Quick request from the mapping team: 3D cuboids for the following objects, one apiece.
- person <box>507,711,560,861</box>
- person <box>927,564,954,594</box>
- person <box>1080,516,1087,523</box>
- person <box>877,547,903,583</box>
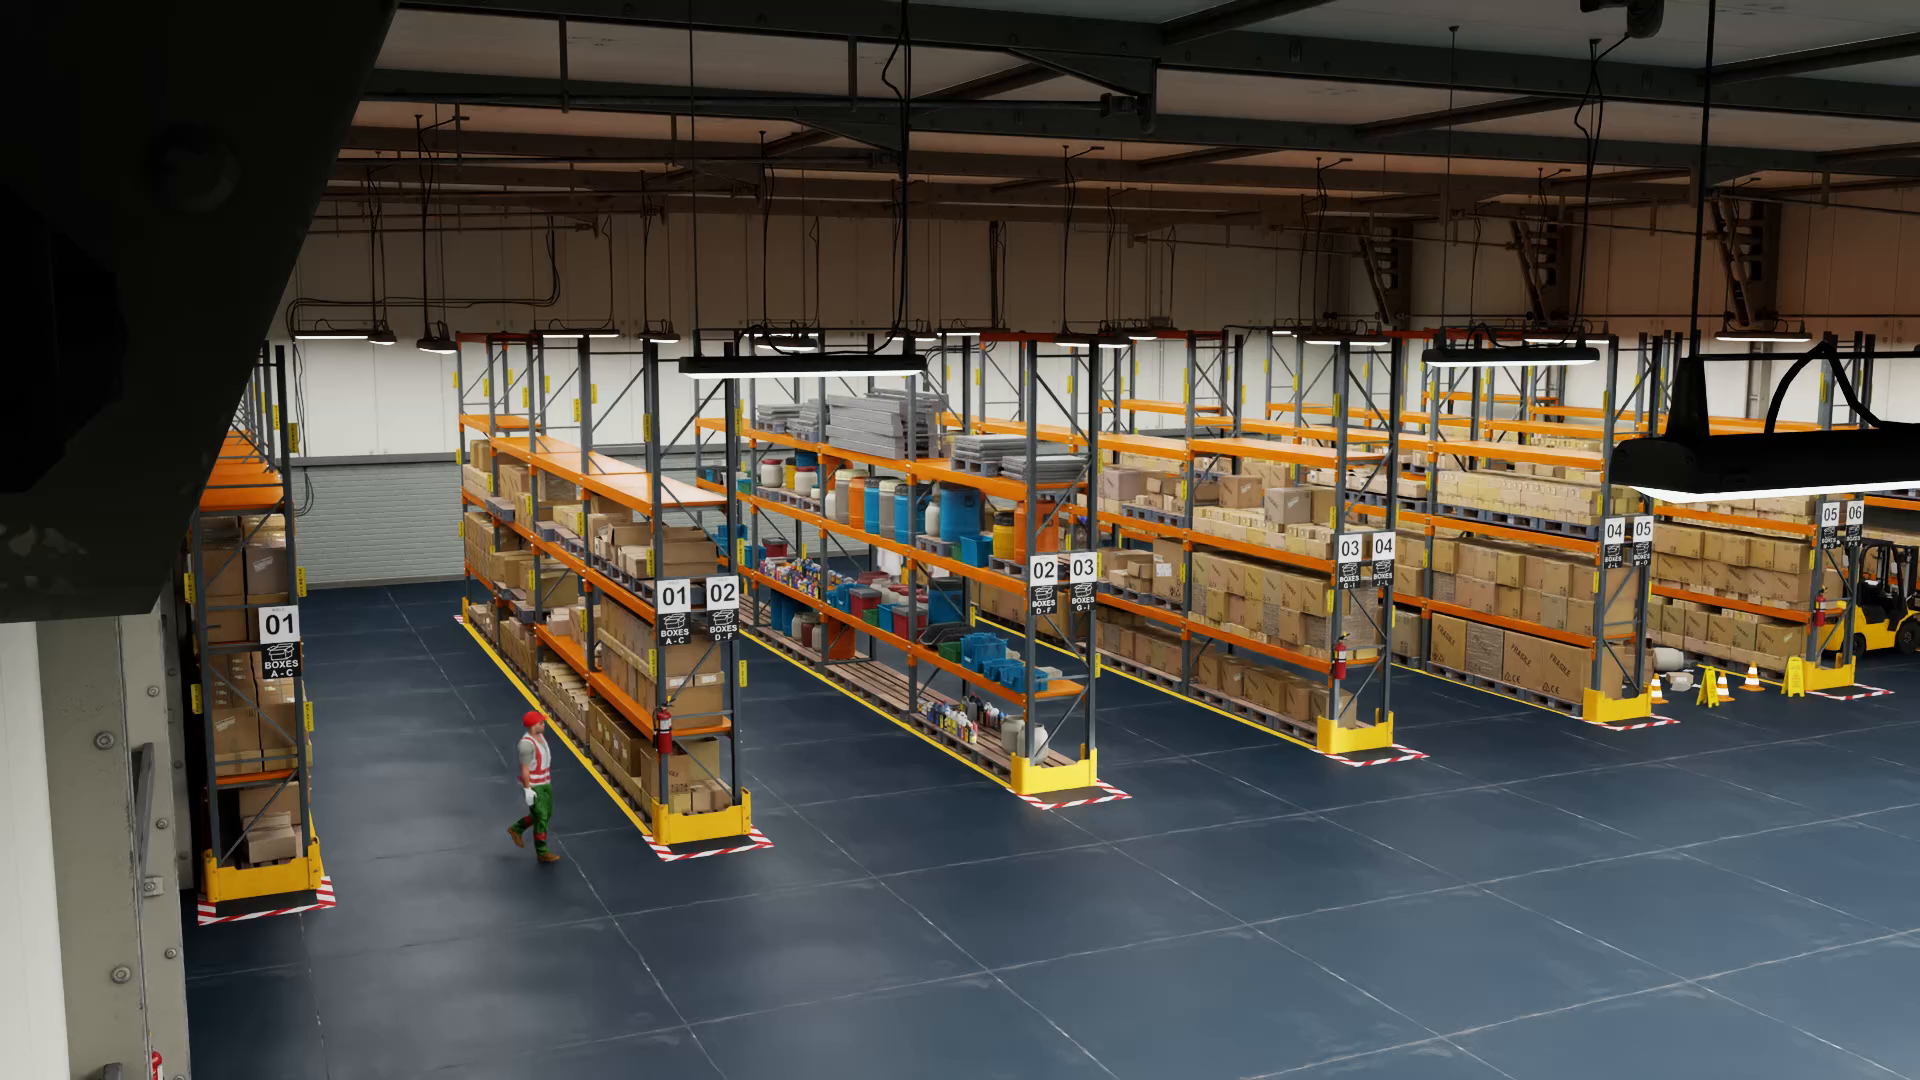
[{"bbox_3d":[-4.998,2.840,19.365,0.759,1.773,0.549,3,8,18],"label":"person"},{"bbox_3d":[-0.384,0.935,33.544,0.595,1.785,0.514,-3,8,-18],"label":"person"},{"bbox_3d":[3.213,-0.091,41.609,0.973,1.602,0.471,-2,8,-17],"label":"person"},{"bbox_3d":[-1.518,0.562,36.308,0.607,1.779,0.634,-3,8,-20],"label":"person"}]
